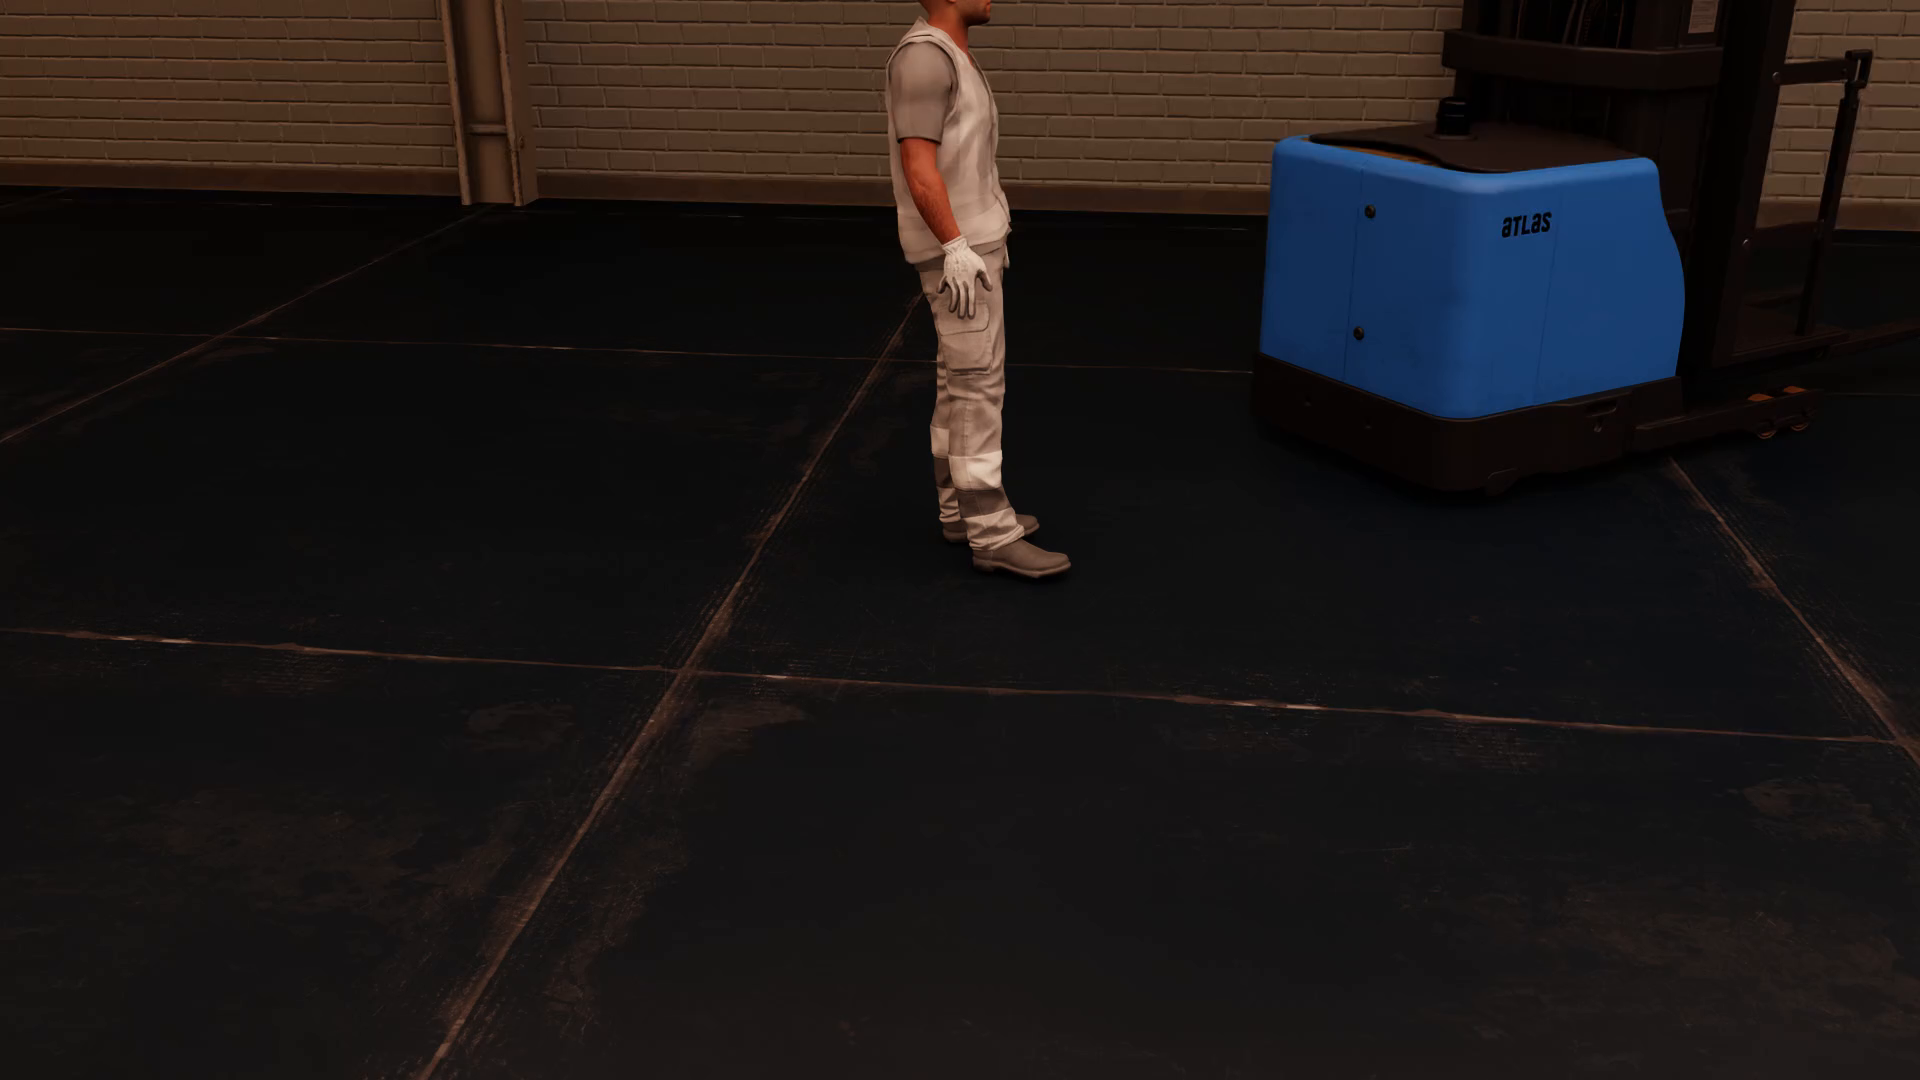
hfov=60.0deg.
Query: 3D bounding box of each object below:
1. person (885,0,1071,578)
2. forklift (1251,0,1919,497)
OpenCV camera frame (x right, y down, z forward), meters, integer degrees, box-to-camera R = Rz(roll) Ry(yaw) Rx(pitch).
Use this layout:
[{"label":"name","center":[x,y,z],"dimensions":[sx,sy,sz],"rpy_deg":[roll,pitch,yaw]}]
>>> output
[{"label":"person","center":[0.079,-0.829,4.820],"dimensions":[0.562,1.790,0.637],"rpy_deg":[3,22,7]},{"label":"forklift","center":[2.610,-1.886,5.937],"dimensions":[3.031,2.935,1.130],"rpy_deg":[-12,25,-28]}]
